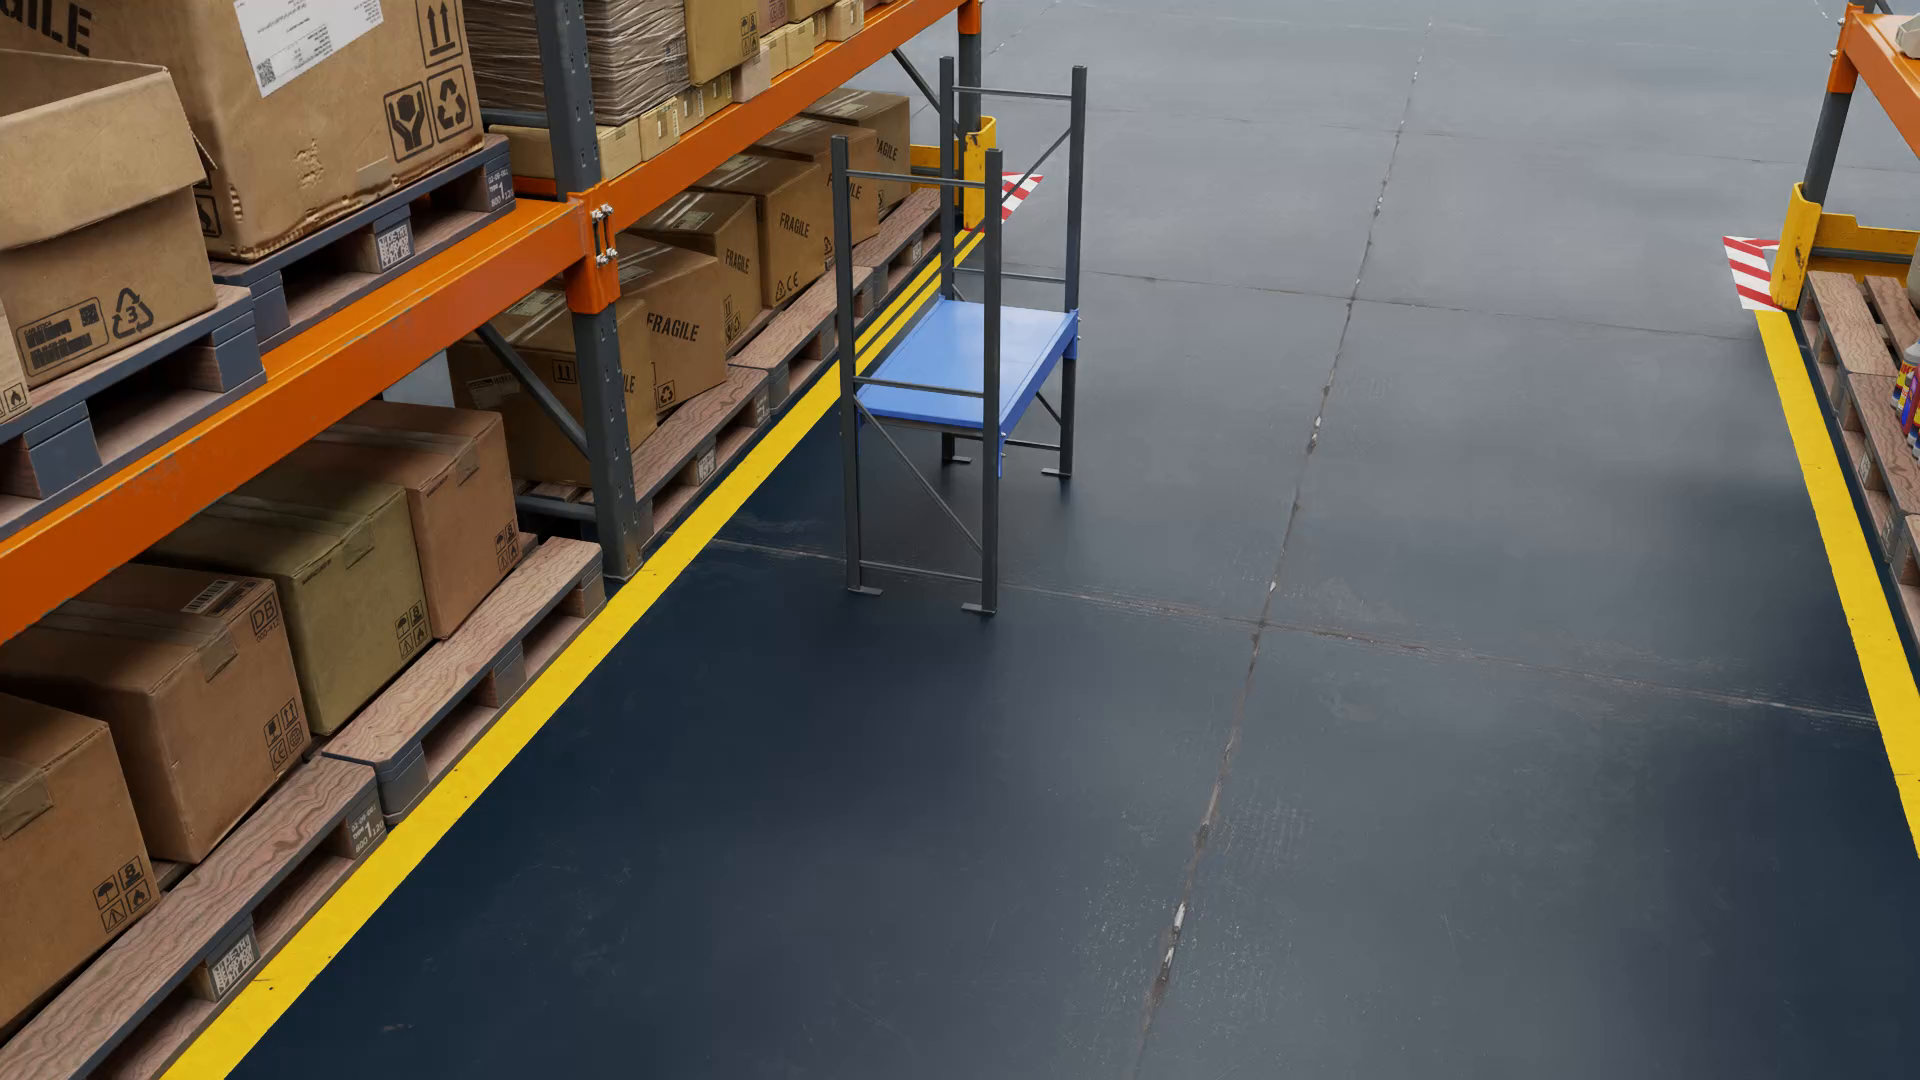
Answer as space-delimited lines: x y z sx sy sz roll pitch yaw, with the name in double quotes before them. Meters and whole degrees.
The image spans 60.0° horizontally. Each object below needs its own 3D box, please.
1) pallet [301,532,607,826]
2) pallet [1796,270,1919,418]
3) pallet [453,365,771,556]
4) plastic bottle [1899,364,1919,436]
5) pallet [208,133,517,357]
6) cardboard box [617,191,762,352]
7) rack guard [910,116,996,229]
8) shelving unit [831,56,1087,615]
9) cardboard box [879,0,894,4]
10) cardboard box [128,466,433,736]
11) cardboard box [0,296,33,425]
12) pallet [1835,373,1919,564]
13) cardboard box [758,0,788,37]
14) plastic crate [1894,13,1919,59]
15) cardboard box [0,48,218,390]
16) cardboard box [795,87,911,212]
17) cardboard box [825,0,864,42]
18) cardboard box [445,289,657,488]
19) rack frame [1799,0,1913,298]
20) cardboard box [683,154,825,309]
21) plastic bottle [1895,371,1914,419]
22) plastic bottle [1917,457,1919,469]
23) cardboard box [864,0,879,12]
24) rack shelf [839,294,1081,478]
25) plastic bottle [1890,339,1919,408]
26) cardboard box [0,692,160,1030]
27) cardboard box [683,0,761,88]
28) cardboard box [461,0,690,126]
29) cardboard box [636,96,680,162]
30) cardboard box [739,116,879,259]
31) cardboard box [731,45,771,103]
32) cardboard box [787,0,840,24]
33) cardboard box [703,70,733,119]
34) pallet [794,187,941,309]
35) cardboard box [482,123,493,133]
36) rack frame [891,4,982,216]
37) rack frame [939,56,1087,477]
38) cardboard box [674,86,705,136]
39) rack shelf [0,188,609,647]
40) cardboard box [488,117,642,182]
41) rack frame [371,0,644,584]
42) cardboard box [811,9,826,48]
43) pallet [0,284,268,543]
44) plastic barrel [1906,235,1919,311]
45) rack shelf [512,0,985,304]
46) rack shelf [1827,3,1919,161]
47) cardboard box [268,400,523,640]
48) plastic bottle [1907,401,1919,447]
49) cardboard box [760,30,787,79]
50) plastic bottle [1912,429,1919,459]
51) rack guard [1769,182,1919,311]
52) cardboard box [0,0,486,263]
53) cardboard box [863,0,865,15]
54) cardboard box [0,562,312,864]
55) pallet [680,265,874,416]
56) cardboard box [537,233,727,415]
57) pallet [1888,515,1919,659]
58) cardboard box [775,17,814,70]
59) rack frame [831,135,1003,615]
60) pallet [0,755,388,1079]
"pallet" -1.786 0.315 4.966 1.003 0.211 1.213 8 30 15
"pallet" 4.129 -0.780 6.935 1.003 0.211 1.213 8 30 15
"pallet" -1.396 -0.364 6.187 1.003 0.211 1.213 8 30 15
"plastic bottle" 3.436 -0.522 5.944 0.061 0.283 0.133 9 30 16
"pallet" -1.923 -0.847 4.384 1.003 0.211 1.213 8 30 15
"cardboard box" -1.136 -1.104 6.788 0.500 0.500 0.500 6 30 10
"rack guard" -0.408 -1.997 8.825 1.175 0.500 0.348 8 30 15
"shelving unit" 0.025 -0.695 5.457 0.538 1.500 1.048 8 30 15
"cardboard box" -0.458 -2.499 7.415 0.380 0.149 0.250 8 30 15
"cardboard box" -1.918 0.136 4.539 0.700 0.500 0.500 8 30 15
"cardboard box" -2.022 -0.270 2.873 0.500 0.250 0.500 8 30 13
"pallet" 3.769 -0.215 5.919 1.003 0.211 1.213 8 30 15
"cardboard box" -1.137 -2.113 6.055 0.875 0.500 0.500 8 30 15
"plastic crate" 3.779 -1.932 6.409 0.298 0.136 0.250 8 30 15
"cardboard box" -1.980 -0.675 3.340 0.797 0.503 0.637 12 31 20
"cardboard box" -0.585 -1.928 8.269 0.500 0.500 0.500 14 32 24
"cardboard box" -0.611 -2.140 6.771 0.380 0.149 0.250 8 30 15
"cardboard box" -1.404 -0.537 5.768 0.500 0.500 0.500 8 30 13
"rack frame" 4.350 -2.417 7.010 1.000 3.000 0.127 8 30 15
"cardboard box" -0.929 -1.357 7.243 0.500 0.500 0.500 11 31 20
"plastic bottle" 3.489 -0.541 6.062 0.097 0.201 0.097 0 29 0
"plastic bottle" 3.360 -0.337 5.696 0.097 0.201 0.097 0 29 0
"cardboard box" -0.571 -2.389 7.217 0.380 0.149 0.250 8 30 15
"rack shelf" 0.025 -0.538 5.544 0.538 0.185 1.000 8 30 15
"plastic bottle" 3.519 -0.619 6.132 0.097 0.271 0.097 0 29 0
"cardboard box" -2.246 0.655 3.605 0.700 0.500 0.500 11 31 19
"cardboard box" -1.188 -1.867 5.611 0.875 0.500 0.500 8 30 15
"cardboard box" -1.368 -1.639 5.202 0.875 0.500 0.500 8 30 15
"cardboard box" -1.123 -1.327 5.308 0.380 0.149 0.250 8 30 15
"cardboard box" -0.727 -1.645 7.761 0.500 0.500 0.500 17 33 28
"cardboard box" -0.899 -1.675 5.934 0.380 0.149 0.250 8 30 15
"cardboard box" -0.951 -2.340 6.462 0.875 0.500 0.500 8 30 15
"cardboard box" -1.012 -1.565 5.735 0.380 0.149 0.250 8 30 15
"pallet" -0.680 -1.498 8.225 1.003 0.211 1.213 8 30 15
"cardboard box" -1.695 -1.412 5.462 0.380 0.149 0.250 8 30 15
"rack frame" -0.385 -3.124 8.281 1.000 3.000 0.127 8 30 15
"rack frame" 0.174 -0.931 5.881 0.500 1.500 0.032 8 30 15
"cardboard box" -1.076 -1.447 5.524 0.380 0.149 0.250 8 30 15
"rack shelf" -2.146 -0.022 3.443 1.077 0.370 4.000 8 30 15
"cardboard box" -1.209 -1.213 5.103 0.380 0.149 0.250 8 30 15
"rack frame" -1.559 -1.265 4.939 1.000 3.000 0.127 8 30 15
"cardboard box" -0.751 -2.034 6.580 0.380 0.149 0.250 8 30 15
"pallet" -2.192 -0.248 3.308 1.003 0.211 1.213 8 30 15
"plastic barrel" 4.229 -1.197 6.943 0.421 0.512 0.421 0 29 0
"rack shelf" -0.972 -1.880 6.785 1.077 0.370 4.000 8 30 15
"rack shelf" 3.762 -1.174 5.514 1.077 0.370 4.000 8 30 15
"cardboard box" -1.760 -0.083 4.932 0.700 0.500 0.500 6 30 11
"plastic bottle" 3.419 -0.460 5.845 0.097 0.271 0.097 0 29 0
"cardboard box" -0.865 -1.797 6.153 0.380 0.149 0.250 8 30 15
"plastic bottle" 3.389 -0.414 5.762 0.097 0.271 0.097 0 29 0
"rack guard" 4.372 -1.283 7.542 1.175 0.500 0.348 8 30 15
"cardboard box" -1.926 -1.362 4.063 1.000 1.000 1.000 9 30 15
"cardboard box" -0.623 -2.269 7.002 0.380 0.149 0.250 8 30 15
"cardboard box" -2.082 0.396 4.071 0.700 0.500 0.500 6 30 11
"pallet" -1.040 -0.933 7.210 1.003 0.211 1.213 8 30 15
"cardboard box" -1.243 -0.804 6.249 0.500 0.500 0.500 19 34 30
"pallet" 3.412 0.354 4.897 1.003 0.211 1.213 8 30 15
"cardboard box" -0.781 -1.912 6.359 0.380 0.149 0.250 8 30 15
"rack frame" -0.124 -0.459 5.032 0.500 1.500 0.032 8 30 15
"pallet" -2.143 0.884 3.944 1.003 0.211 1.213 8 30 15
